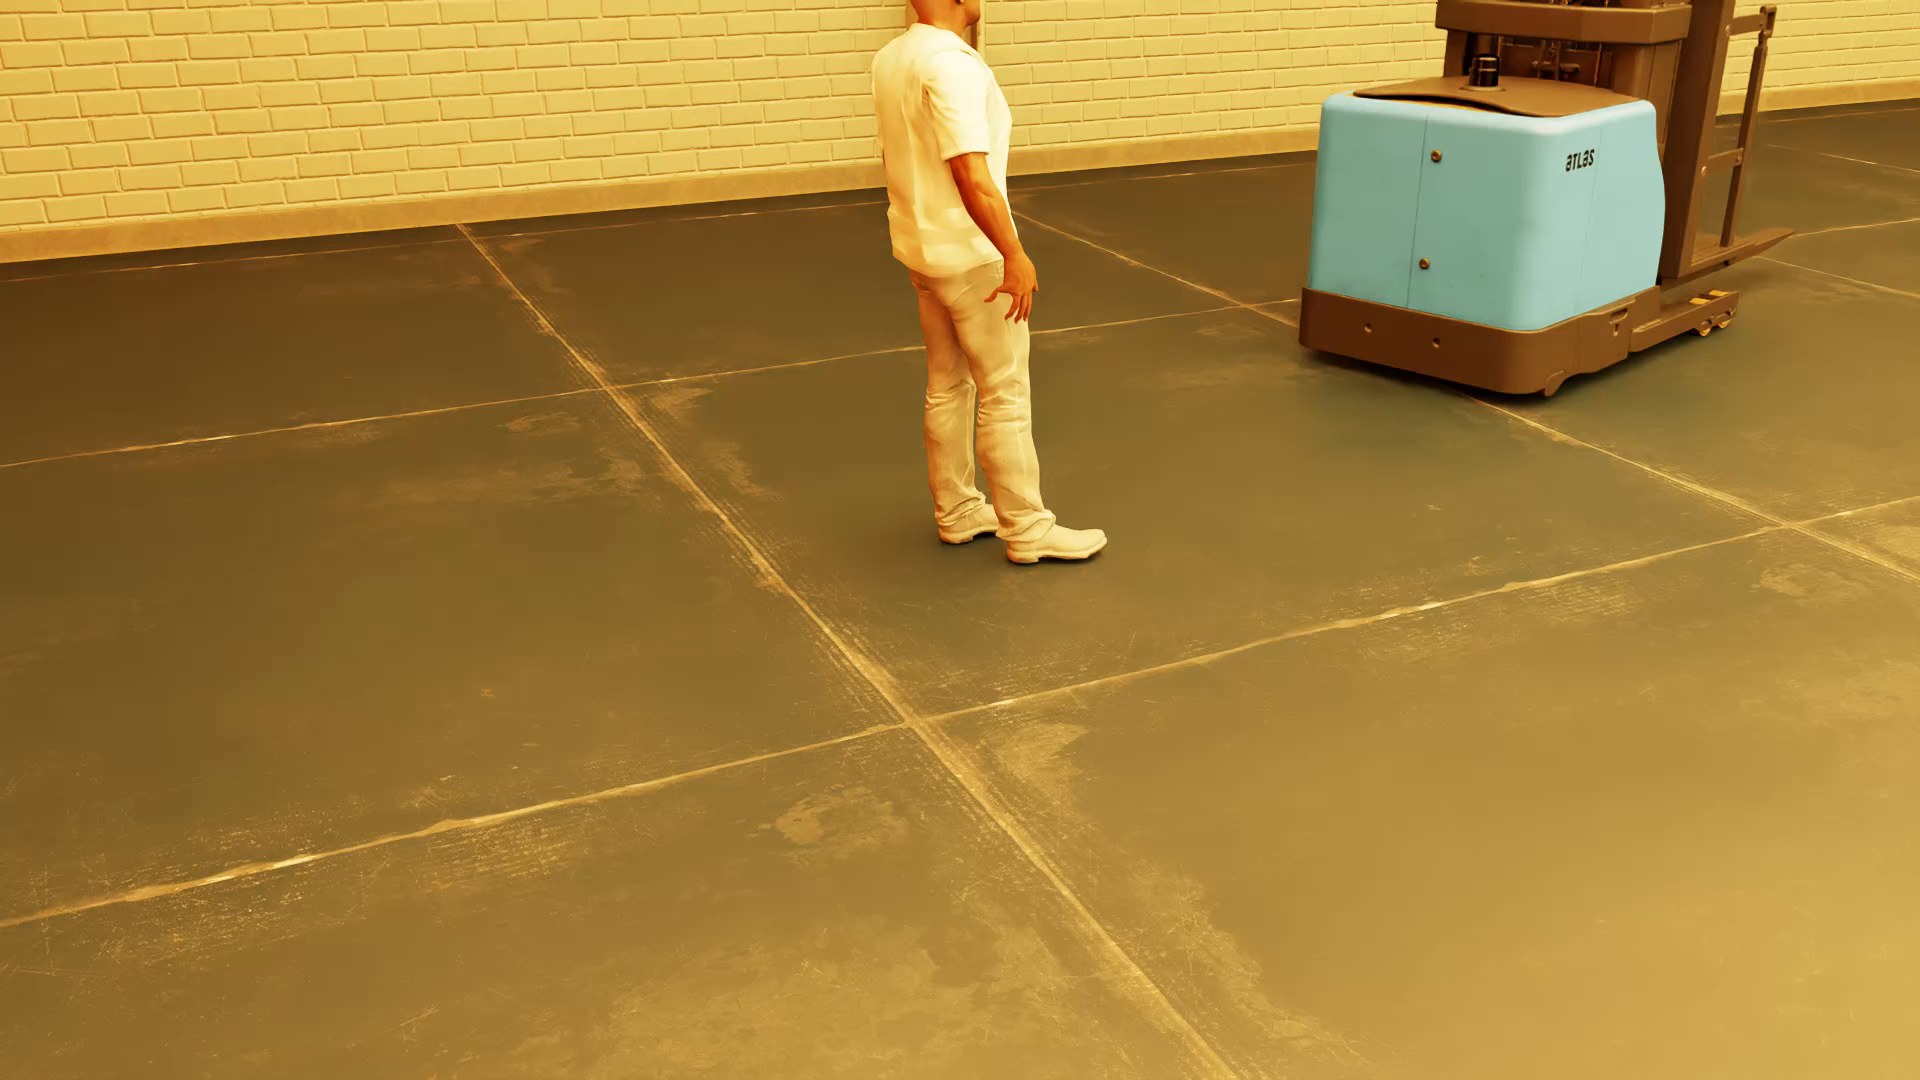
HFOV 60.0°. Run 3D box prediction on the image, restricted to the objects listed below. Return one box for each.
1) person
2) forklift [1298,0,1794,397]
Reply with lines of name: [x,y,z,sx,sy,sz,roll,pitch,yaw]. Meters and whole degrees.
person: [0.066,-0.832,4.789,0.575,1.768,0.666,-10,25,-23]
forklift: [2.807,-2.366,6.981,3.031,2.935,1.130,-21,30,-40]
